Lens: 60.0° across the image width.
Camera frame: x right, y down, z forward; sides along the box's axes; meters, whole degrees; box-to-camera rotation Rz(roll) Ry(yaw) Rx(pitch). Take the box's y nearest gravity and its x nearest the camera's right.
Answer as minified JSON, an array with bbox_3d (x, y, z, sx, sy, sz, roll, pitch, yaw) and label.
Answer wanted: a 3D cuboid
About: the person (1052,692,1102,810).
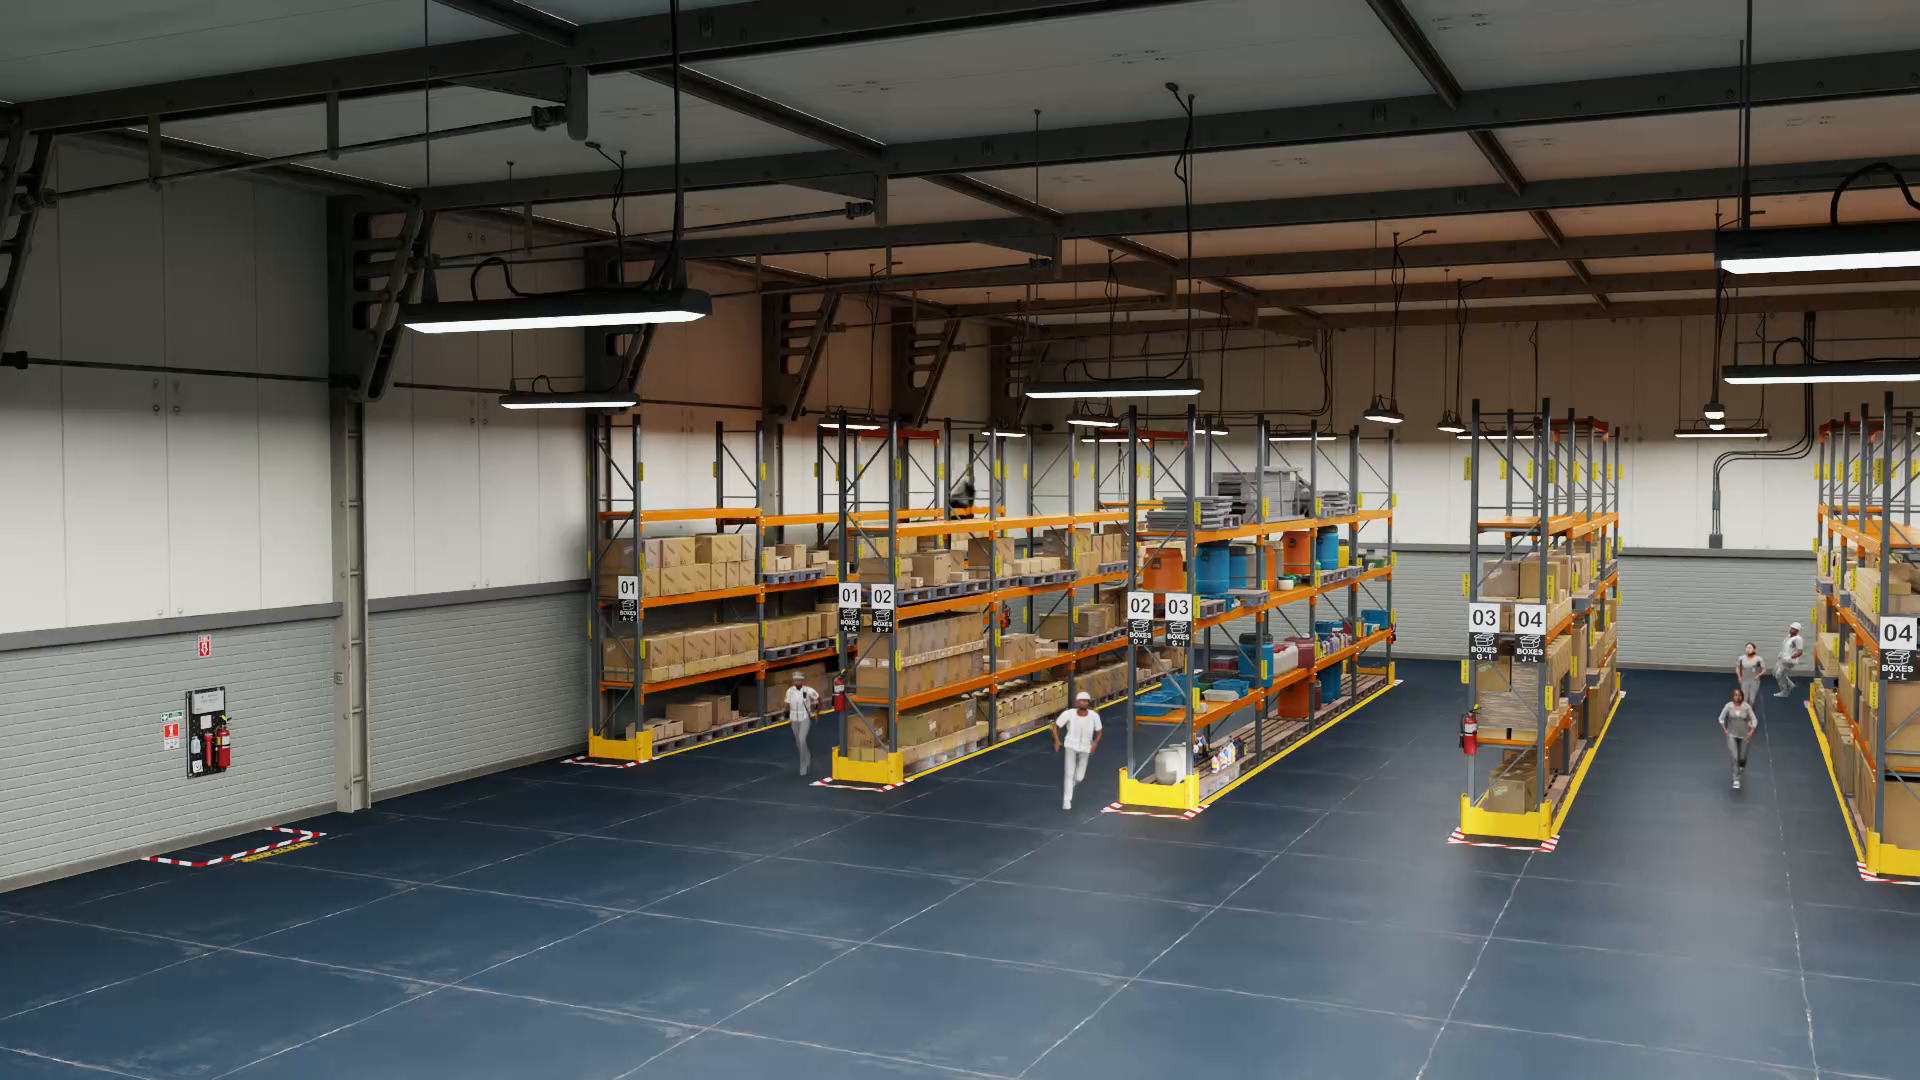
[{"bbox_3d":[1.767,3.131,24.956,0.756,1.722,0.702,0,2,-6],"label":"person"}]

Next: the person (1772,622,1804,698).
[{"bbox_3d":[18.214,2.643,36.614,0.531,1.689,0.749,1,2,15],"label":"person"}]

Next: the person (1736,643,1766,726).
[{"bbox_3d":[15.579,2.851,32.782,0.547,1.618,0.581,1,3,29],"label":"person"}]

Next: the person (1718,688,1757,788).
[{"bbox_3d":[12.399,3.139,26.525,0.562,1.564,0.641,1,3,22],"label":"person"}]

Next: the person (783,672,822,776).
[{"bbox_3d":[-2.642,3.034,27.719,0.602,1.728,0.797,1,2,19],"label":"person"}]
